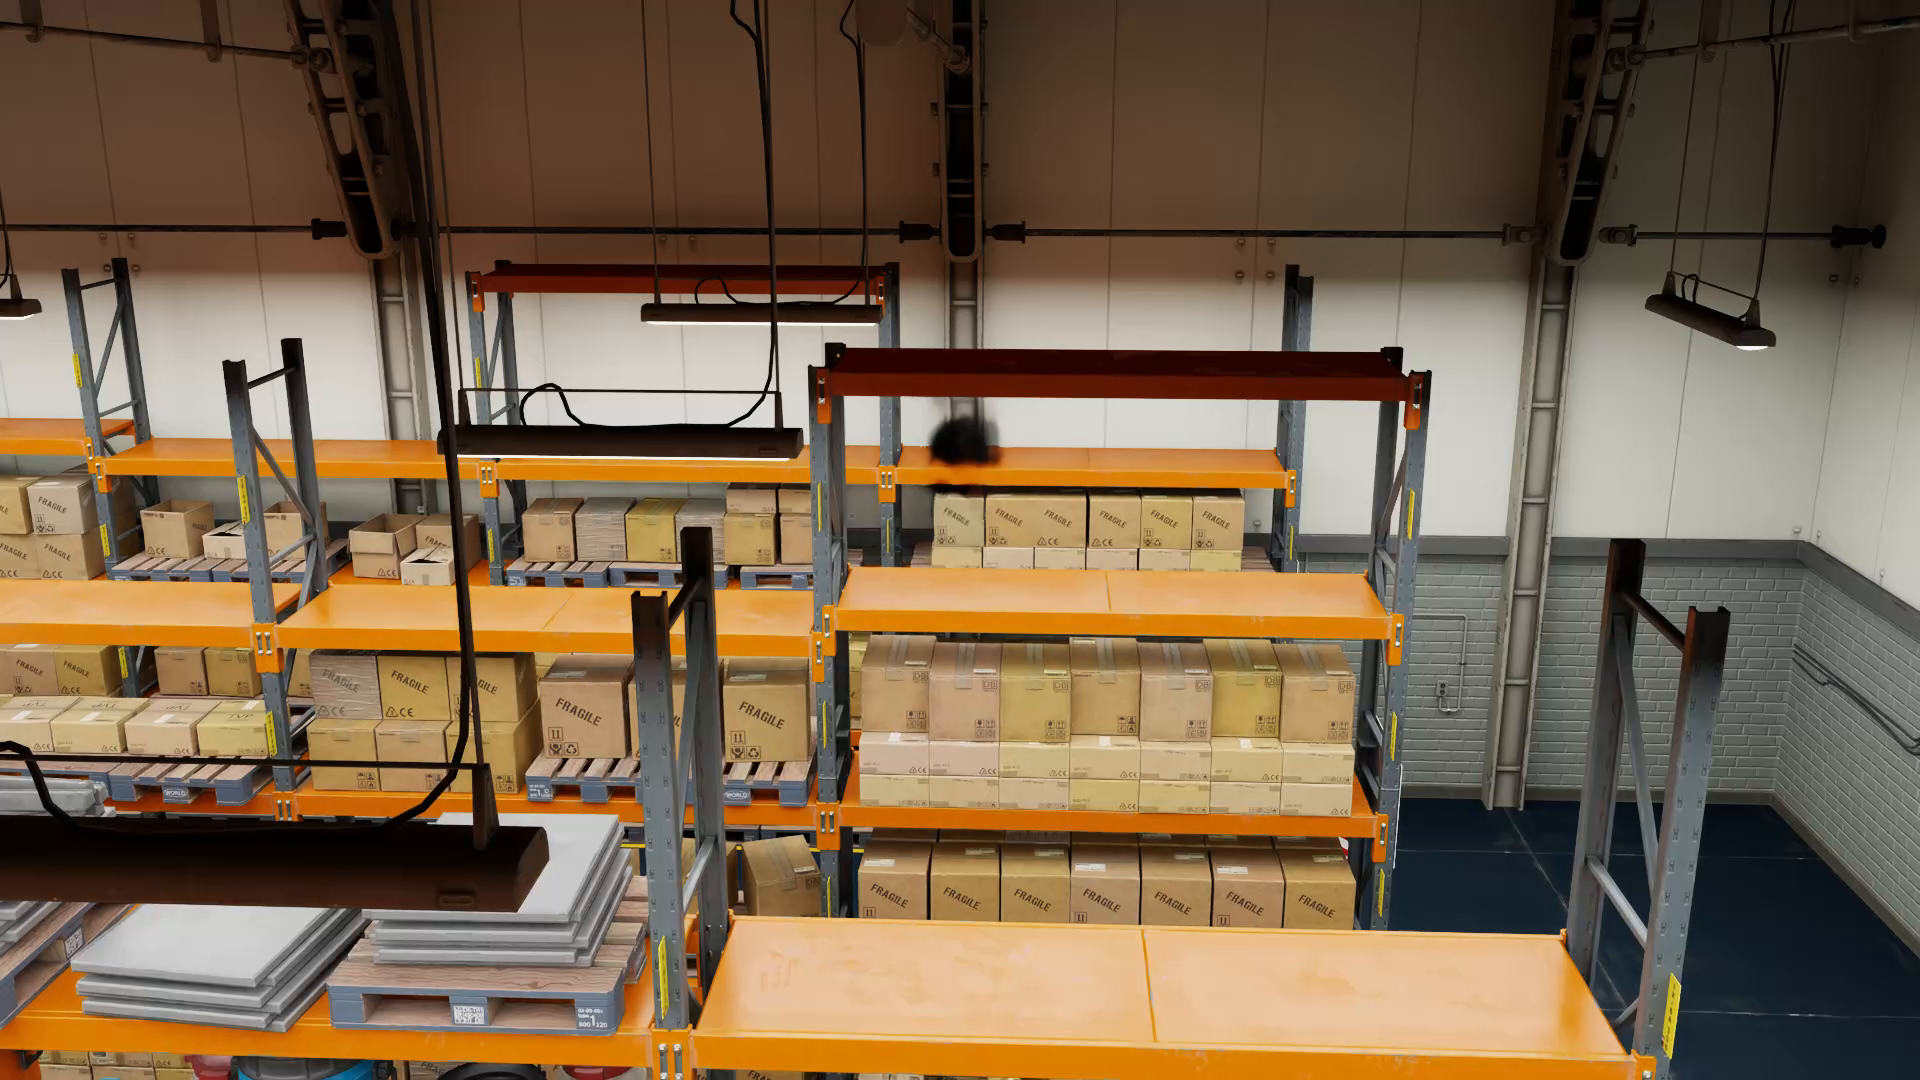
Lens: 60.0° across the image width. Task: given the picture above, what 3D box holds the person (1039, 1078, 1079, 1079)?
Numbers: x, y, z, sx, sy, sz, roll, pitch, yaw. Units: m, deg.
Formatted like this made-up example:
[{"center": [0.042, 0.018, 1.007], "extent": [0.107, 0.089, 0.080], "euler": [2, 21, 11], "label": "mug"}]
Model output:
[{"center": [0.746, 4.234, 11.040], "extent": [0.790, 1.751, 0.538], "euler": [0, 16, -2], "label": "person"}]
